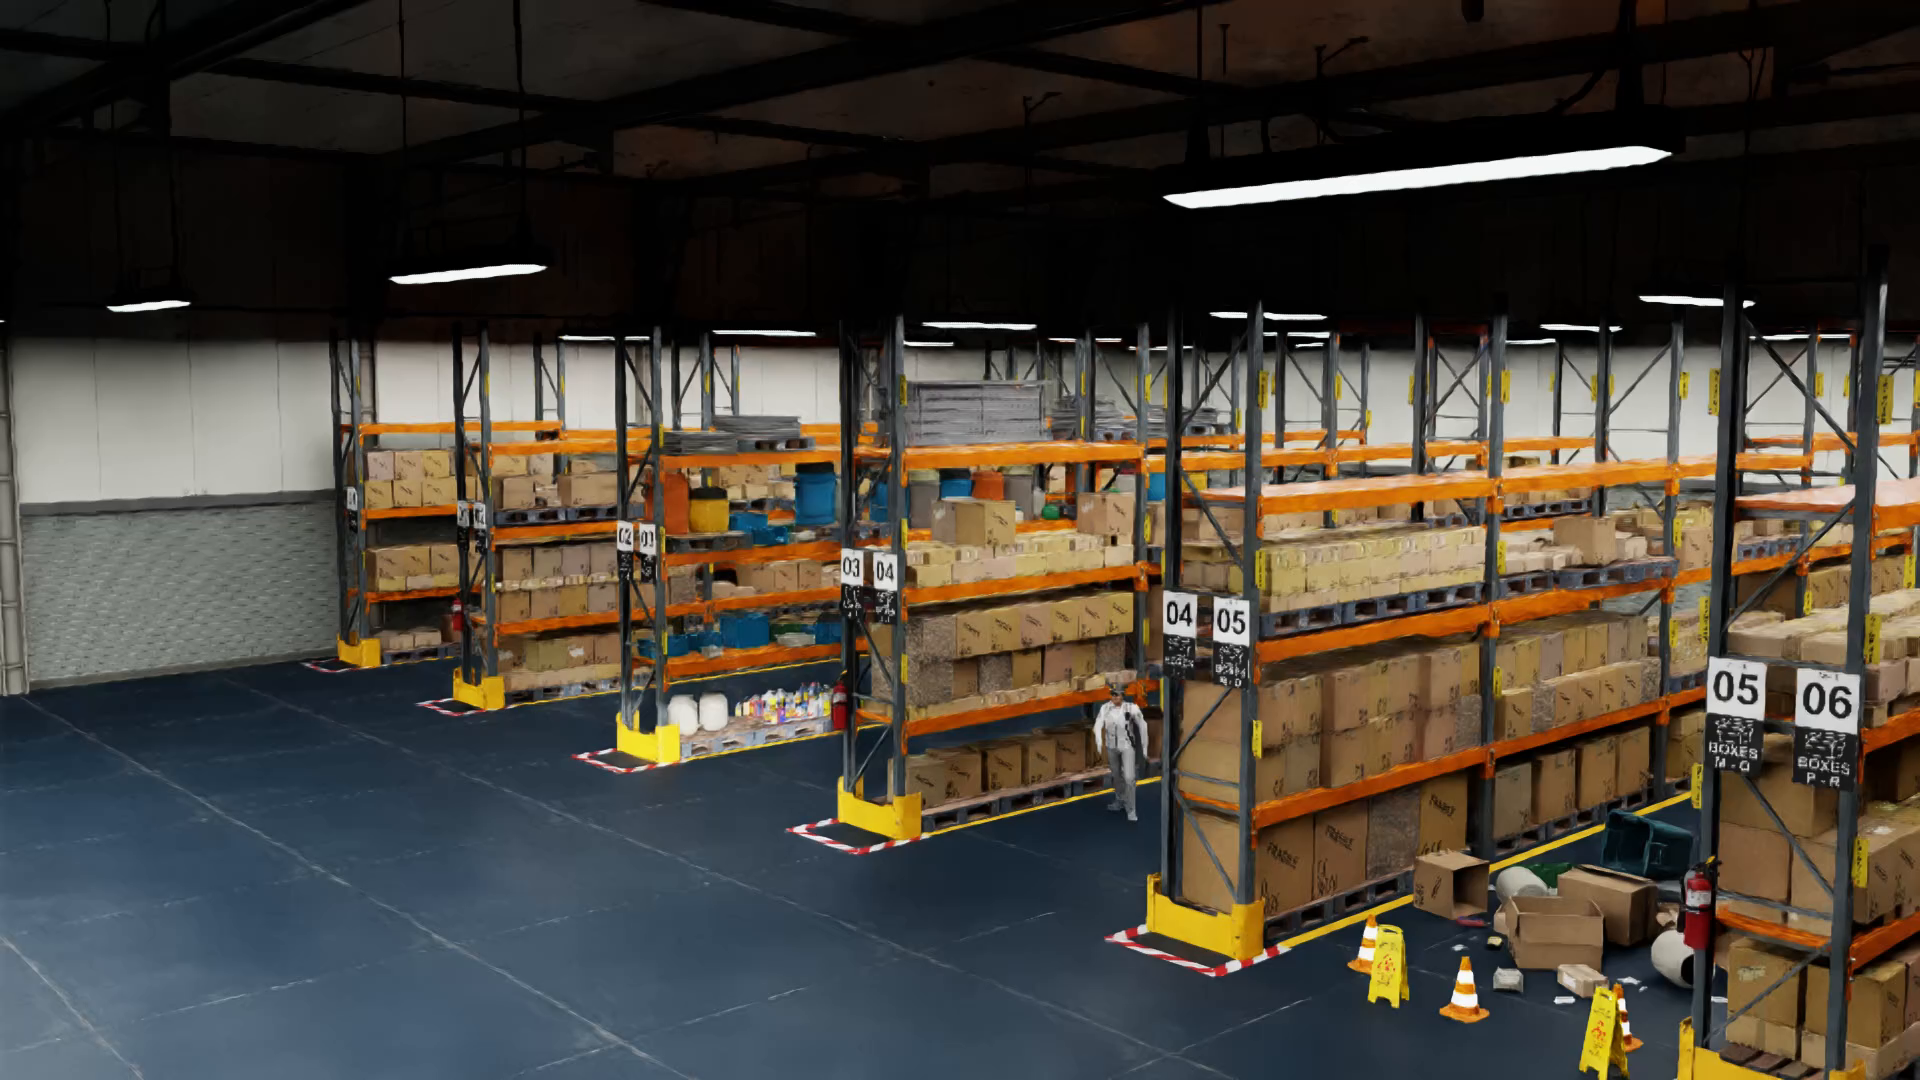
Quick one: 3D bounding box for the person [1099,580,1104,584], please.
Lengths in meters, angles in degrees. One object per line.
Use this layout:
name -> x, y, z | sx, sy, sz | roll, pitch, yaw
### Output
person -> 3.412, 0.524, 38.382 | 0.518, 1.676, 0.384 | -4, 7, -33

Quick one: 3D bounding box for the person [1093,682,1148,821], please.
person -> 1.902, 2.436, 19.482 | 0.638, 1.611, 0.774 | 3, 6, 28
